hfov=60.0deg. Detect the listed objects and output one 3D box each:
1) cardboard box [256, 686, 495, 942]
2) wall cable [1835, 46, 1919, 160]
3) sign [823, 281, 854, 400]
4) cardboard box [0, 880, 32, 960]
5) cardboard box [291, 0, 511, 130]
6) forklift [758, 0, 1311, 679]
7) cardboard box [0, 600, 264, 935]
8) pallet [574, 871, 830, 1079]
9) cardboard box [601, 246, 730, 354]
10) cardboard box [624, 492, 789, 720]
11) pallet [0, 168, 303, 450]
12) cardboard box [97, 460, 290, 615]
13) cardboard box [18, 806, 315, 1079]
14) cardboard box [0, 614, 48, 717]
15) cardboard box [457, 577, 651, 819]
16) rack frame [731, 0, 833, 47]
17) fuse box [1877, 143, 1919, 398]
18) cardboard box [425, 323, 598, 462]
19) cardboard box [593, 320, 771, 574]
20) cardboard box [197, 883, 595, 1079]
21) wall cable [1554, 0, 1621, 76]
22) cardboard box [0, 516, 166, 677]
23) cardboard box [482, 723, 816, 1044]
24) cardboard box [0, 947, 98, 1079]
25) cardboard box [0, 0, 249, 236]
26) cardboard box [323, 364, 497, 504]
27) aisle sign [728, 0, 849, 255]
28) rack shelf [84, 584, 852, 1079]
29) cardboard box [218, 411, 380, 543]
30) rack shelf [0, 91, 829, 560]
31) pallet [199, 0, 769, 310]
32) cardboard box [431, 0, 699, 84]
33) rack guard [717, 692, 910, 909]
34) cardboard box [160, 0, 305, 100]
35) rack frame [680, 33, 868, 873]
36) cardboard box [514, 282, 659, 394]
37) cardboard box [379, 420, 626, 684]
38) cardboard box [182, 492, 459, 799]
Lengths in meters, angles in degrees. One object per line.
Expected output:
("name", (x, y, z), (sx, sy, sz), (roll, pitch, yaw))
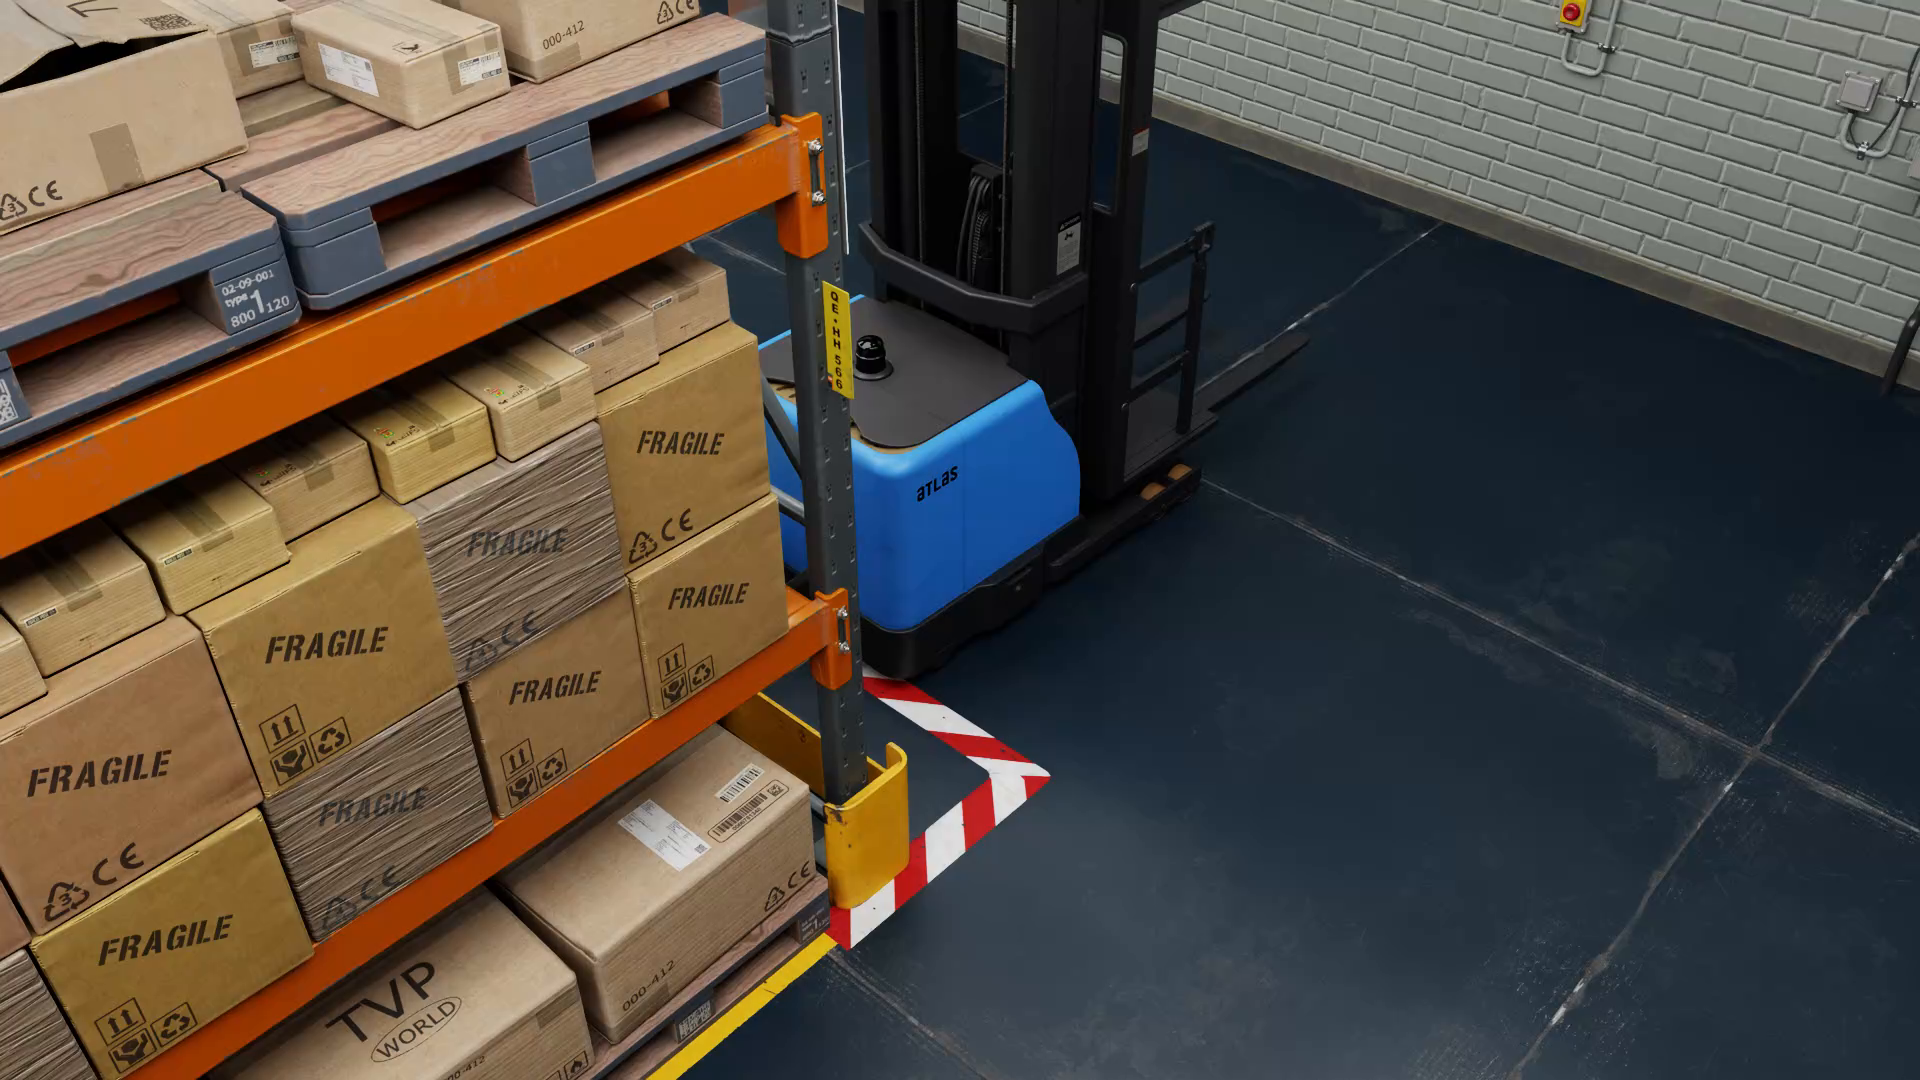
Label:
("cardboard box", (-1.533, 0.547, 4.072), (0.500, 0.500, 0.500), (31, 48, 33))
("wall cable", (4.128, -2.619, 7.318), (0.588, 1.984, 0.122), (30, 47, 32))
("sign", (-0.322, -0.523, 4.377), (0.100, 0.325, 0.005), (30, 47, 32))
("cardboard box", (-2.212, 0.618, 3.179), (0.500, 0.500, 0.500), (31, 48, 33))
("cardboard box", (-1.174, -1.020, 3.497), (0.380, 0.149, 0.250), (26, 45, 29))
("forklift", (0.434, -1.431, 6.694), (1.130, 2.935, 3.031), (31, 48, 33))
("cardboard box", (-1.870, 0.388, 3.468), (0.500, 0.500, 0.500), (29, 47, 32))
("pallet", (-1.195, 1.280, 5.471), (1.003, 0.211, 1.213), (30, 47, 32))
("cardboard box", (-0.808, -0.647, 4.249), (0.380, 0.149, 0.250), (30, 47, 32))
("cardboard box", (-0.843, 0.082, 4.657), (0.500, 0.500, 0.500), (30, 47, 32))
("pallet", (-2.029, -0.443, 3.058), (1.003, 0.211, 1.213), (30, 47, 32))
("cardboard box", (-1.628, -0.038, 3.483), (0.380, 0.149, 0.250), (31, 48, 33))
("cardboard box", (-1.872, 0.789, 3.767), (0.500, 0.500, 0.500), (31, 48, 33))
("cardboard box", (-1.966, 0.214, 3.166), (0.380, 0.149, 0.250), (30, 47, 32))
("cardboard box", (-1.193, 0.306, 4.374), (0.500, 0.500, 0.500), (29, 47, 31))
("rack frame", (-0.713, -2.560, 3.239), (1.000, 3.000, 0.127), (30, 47, 32))
("fuse box", (4.526, -1.359, 7.584), (0.539, 1.711, 0.414), (30, 47, 32))
("cardboard box", (-1.073, -0.366, 3.896), (0.380, 0.149, 0.250), (29, 47, 31))
("cardboard box", (-0.863, -0.321, 4.360), (0.500, 0.500, 0.500), (31, 48, 33))
("cardboard box", (-1.696, 1.396, 4.806), (0.875, 0.438, 0.875), (31, 48, 33))
("wall cable", (3.074, -3.222, 8.050), (0.585, 1.953, 0.123), (30, 47, 32))
("cardboard box", (-1.819, 0.075, 3.341), (0.380, 0.149, 0.250), (31, 48, 33))
("cardboard box", (-1.085, 0.972, 5.339), (0.875, 0.438, 0.875), (28, 46, 31))
("cardboard box", (-2.219, 1.026, 3.469), (0.500, 0.500, 0.500), (30, 47, 32))
("cardboard box", (-1.760, -0.888, 3.200), (0.500, 0.311, 0.500), (31, 48, 33))
("cardboard box", (-1.273, -0.268, 3.772), (0.380, 0.149, 0.250), (31, 48, 33))
("aisle sign", (-0.436, -1.132, 4.175), (0.394, 0.787, 0.004), (30, 47, 32))
("rack shelf", (-2.062, 0.989, 4.174), (1.077, 0.370, 4.000), (30, 47, 32))
("cardboard box", (-1.502, -0.178, 3.658), (0.380, 0.149, 0.250), (29, 47, 32))
("rack shelf", (-2.062, -0.185, 3.241), (1.077, 0.370, 4.000), (30, 47, 32))
("pallet", (-1.206, -1.006, 3.766), (1.003, 0.211, 1.213), (30, 47, 32))
("cardboard box", (-0.950, -1.286, 3.750), (0.500, 0.250, 0.500), (25, 45, 28))
("rack guard", (-0.697, 0.756, 5.898), (1.175, 0.500, 0.348), (30, 47, 32))
("cardboard box", (-1.617, -1.088, 3.582), (0.380, 0.149, 0.250), (31, 48, 33))
("rack frame", (-0.713, -0.212, 5.106), (1.000, 3.000, 0.127), (30, 47, 32))
("cardboard box", (-0.961, -0.520, 4.089), (0.380, 0.149, 0.250), (31, 48, 33))
("cardboard box", (-1.194, -0.068, 4.042), (0.500, 0.500, 0.500), (30, 47, 32))
("cardboard box", (-1.530, 0.158, 3.758), (0.500, 0.500, 0.500), (29, 47, 32))
